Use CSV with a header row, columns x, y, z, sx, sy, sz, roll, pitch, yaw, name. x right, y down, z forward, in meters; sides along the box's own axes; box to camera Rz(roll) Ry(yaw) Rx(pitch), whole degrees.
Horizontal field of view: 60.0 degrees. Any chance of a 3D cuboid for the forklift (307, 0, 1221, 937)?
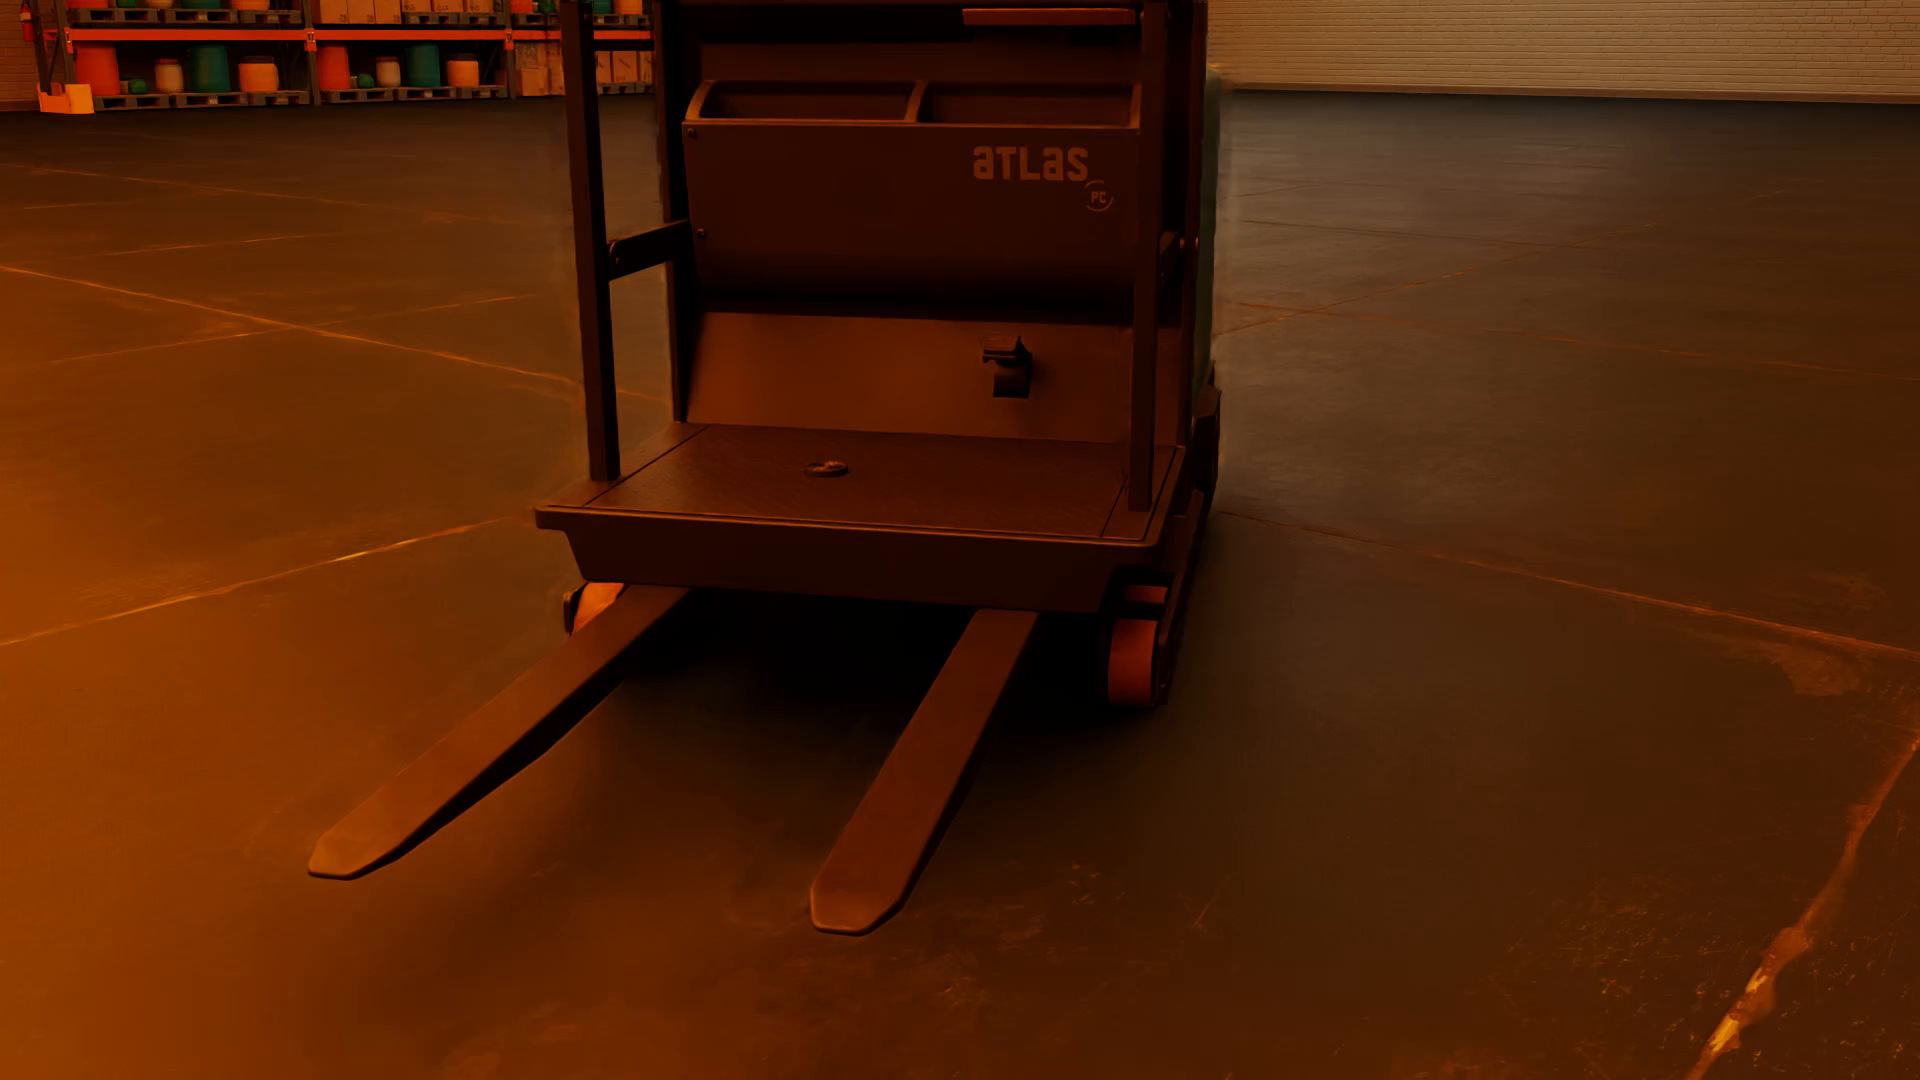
x,y,z,sx,sy,sz,roll,pitch,yaw,name
-0.119,-1.218,2.908,1.130,2.935,3.031,3,17,11,forklift
